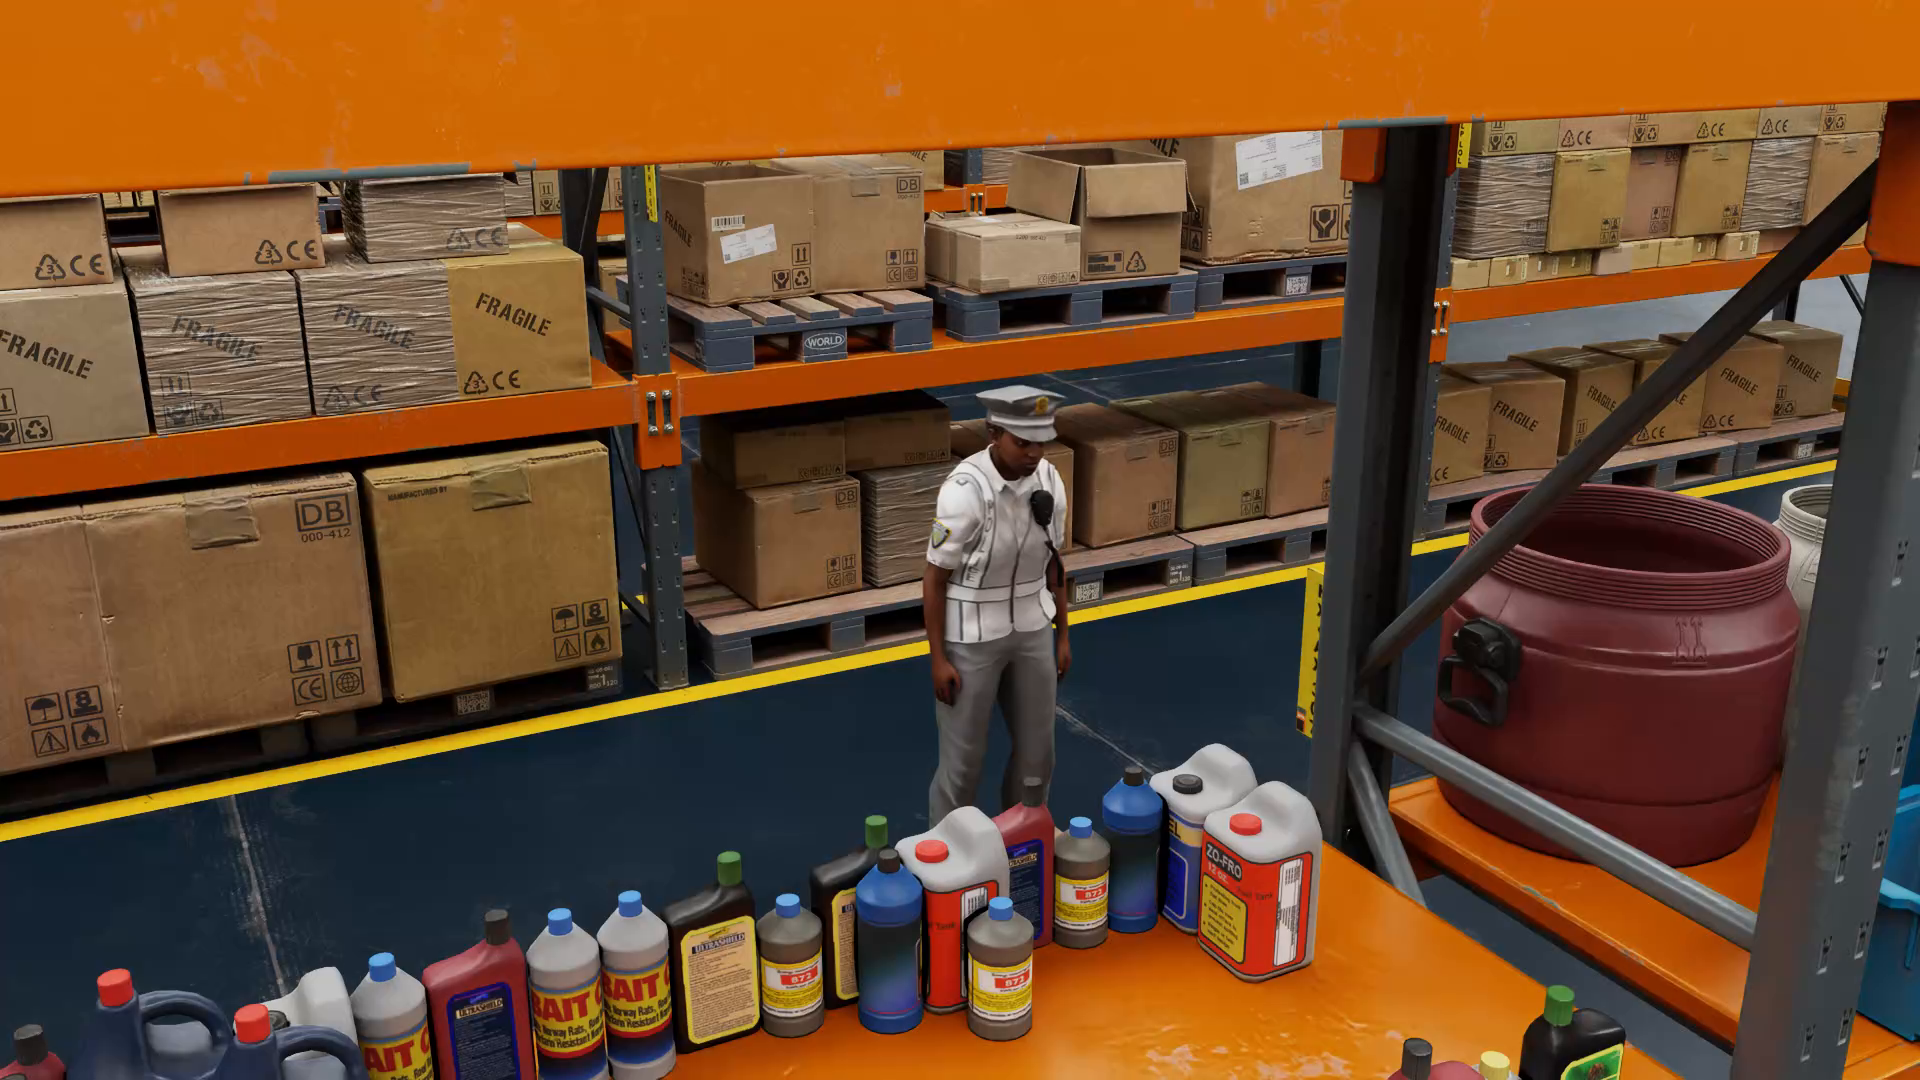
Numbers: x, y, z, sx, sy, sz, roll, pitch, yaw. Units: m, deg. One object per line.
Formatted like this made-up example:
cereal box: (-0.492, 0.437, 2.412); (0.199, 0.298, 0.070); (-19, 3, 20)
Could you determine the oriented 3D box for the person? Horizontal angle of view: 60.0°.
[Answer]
person: (0.120, 0.332, 5.076); (0.512, 1.657, 0.416); (-10, 21, -27)
